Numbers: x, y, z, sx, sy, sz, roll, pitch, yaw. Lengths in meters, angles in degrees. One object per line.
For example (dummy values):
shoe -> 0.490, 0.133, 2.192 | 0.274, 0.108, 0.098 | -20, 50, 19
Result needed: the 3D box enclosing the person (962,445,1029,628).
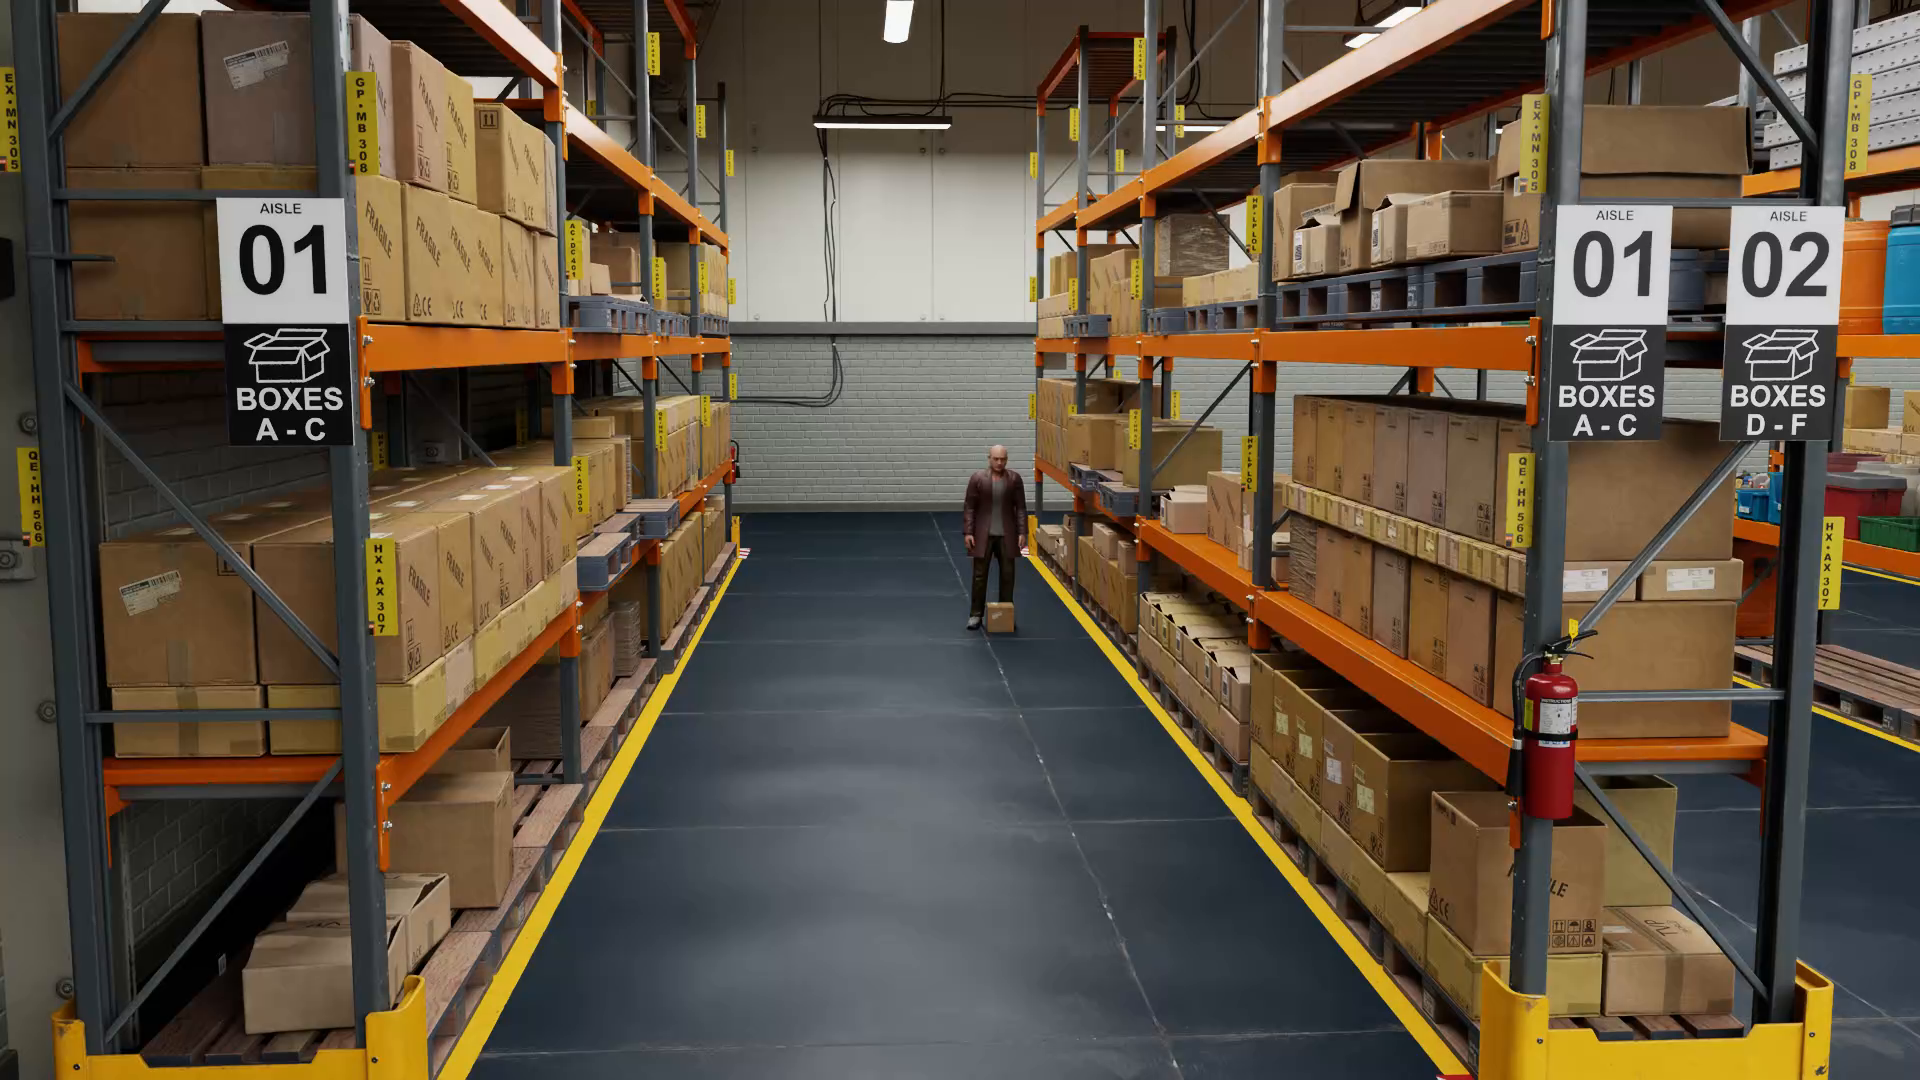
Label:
person -> 0.345, -0.041, 16.154 | 0.652, 1.774, 0.420 | -1, 7, -5
